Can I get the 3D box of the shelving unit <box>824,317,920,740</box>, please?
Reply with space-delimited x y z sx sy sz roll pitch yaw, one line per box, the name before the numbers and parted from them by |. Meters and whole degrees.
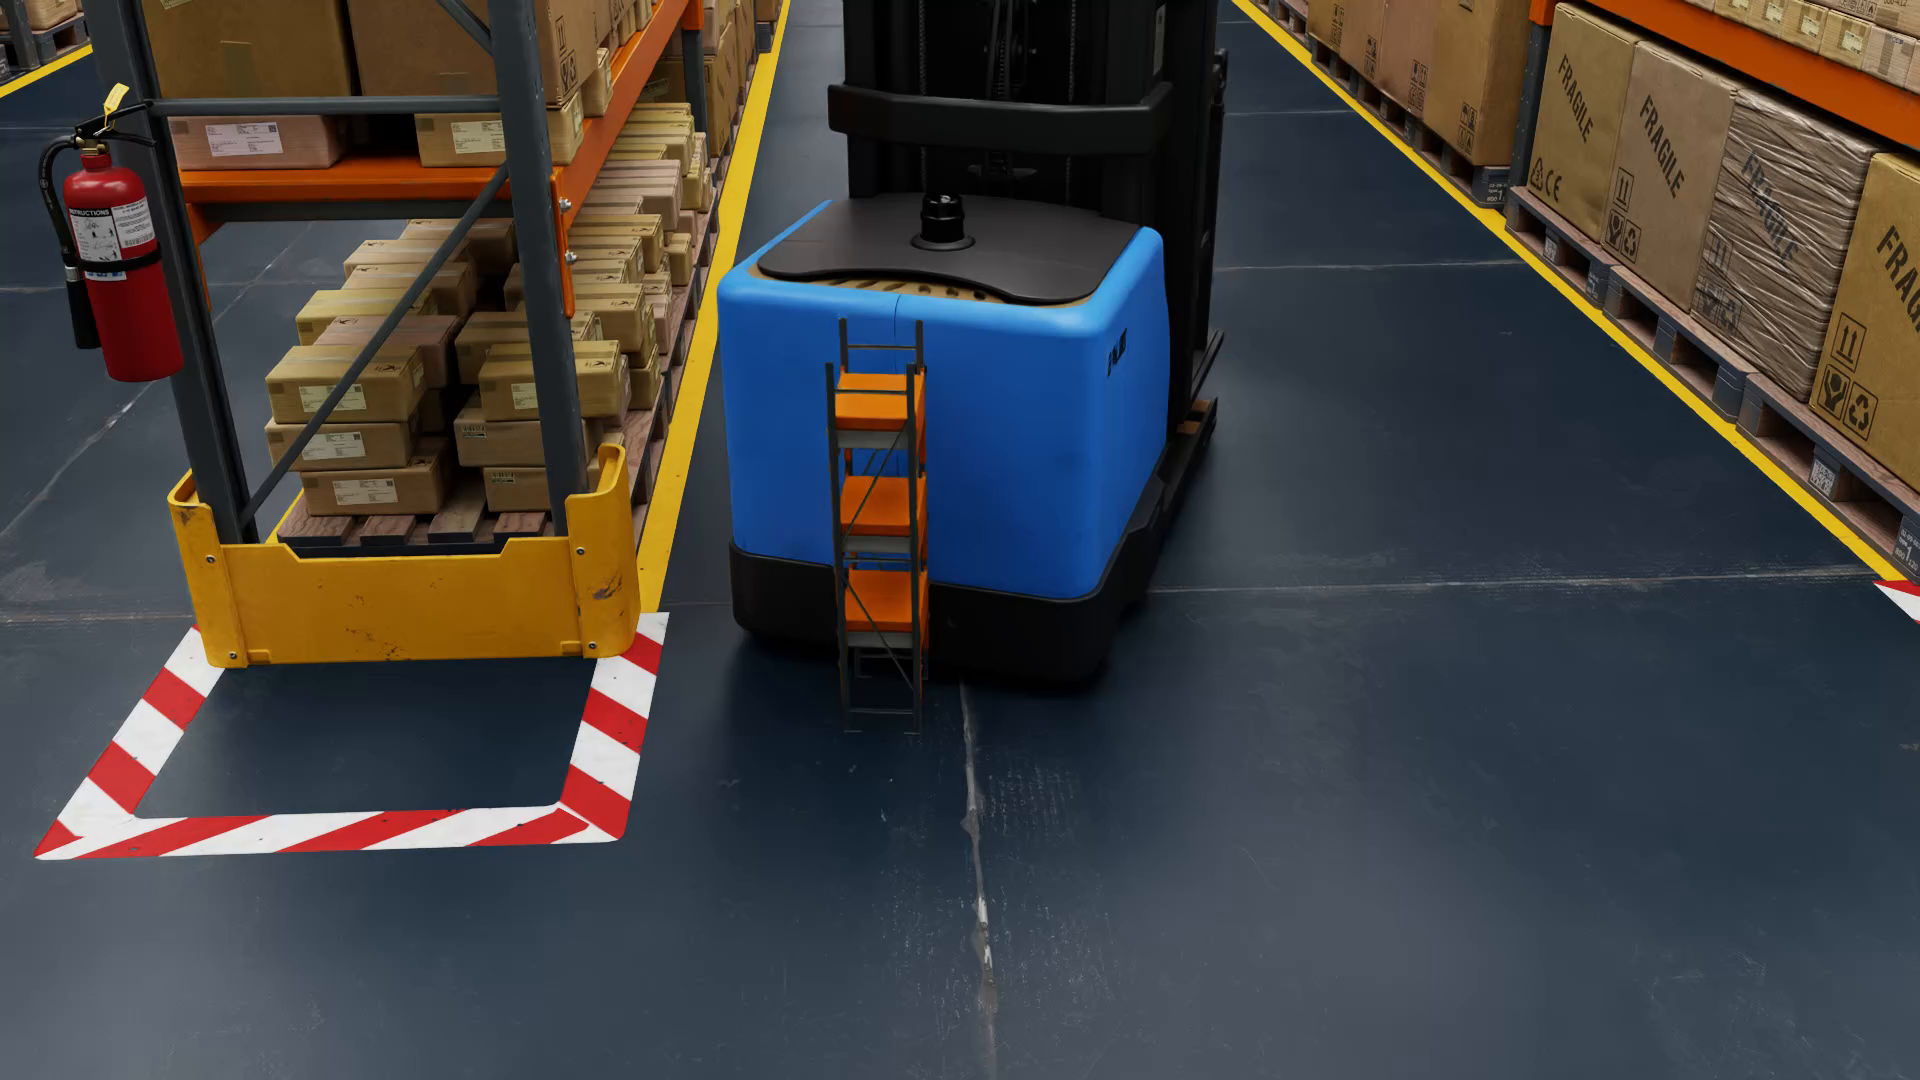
shelving unit | -0.216 -0.011 4.132 0.215 1.050 0.252 -2 29 -4

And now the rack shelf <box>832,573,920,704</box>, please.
rack shelf | -0.216 0.242 4.270 0.215 0.259 0.240 -2 29 -4

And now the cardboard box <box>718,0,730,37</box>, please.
cardboard box | -1.523 -2.885 8.976 0.500 0.250 0.500 -1 28 -1

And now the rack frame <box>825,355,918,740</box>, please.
rack frame | -0.207 0.047 4.025 0.200 1.050 0.008 -2 29 -4

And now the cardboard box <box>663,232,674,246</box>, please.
cardboard box | -1.378 -1.314 6.833 0.380 0.149 0.250 -1 28 -1

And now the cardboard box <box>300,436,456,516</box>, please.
cardboard box | -1.745 -0.194 5.007 0.380 0.149 0.250 -1 28 -2

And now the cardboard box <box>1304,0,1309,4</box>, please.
cardboard box | 2.976 -4.197 12.281 0.700 0.500 0.500 -3 28 -5

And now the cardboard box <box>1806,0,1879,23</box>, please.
cardboard box | 3.106 -1.859 5.412 0.500 0.250 0.500 -2 28 -4

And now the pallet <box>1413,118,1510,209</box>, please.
pallet | 3.124 -2.073 8.995 1.003 0.211 1.213 -1 28 -3

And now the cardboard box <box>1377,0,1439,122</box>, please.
cardboard box | 3.139 -2.906 9.422 1.225 0.875 0.875 -2 28 -4

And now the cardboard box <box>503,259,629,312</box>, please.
cardboard box | -1.313 -0.827 5.576 0.380 0.149 0.250 -3 28 -5

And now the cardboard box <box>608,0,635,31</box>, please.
cardboard box | -1.323 -1.897 5.214 0.500 0.500 0.500 -1 28 -2

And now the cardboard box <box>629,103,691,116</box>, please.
cardboard box | -1.440 -1.909 7.652 0.380 0.149 0.250 -1 28 -1

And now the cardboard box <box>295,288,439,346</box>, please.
cardboard box | -1.886 -0.692 5.319 0.380 0.149 0.250 -2 28 -4

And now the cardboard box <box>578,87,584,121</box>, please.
cardboard box | -1.254 -1.197 4.572 0.380 0.149 0.250 0 28 -1

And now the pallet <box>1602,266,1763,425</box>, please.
pallet | 3.268 -0.800 6.556 1.003 0.211 1.213 -1 28 -3

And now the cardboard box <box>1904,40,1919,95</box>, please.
cardboard box | 3.074 -1.389 4.941 0.380 0.149 0.250 -1 28 -3

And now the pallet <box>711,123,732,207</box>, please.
pallet | -1.761 -2.004 8.865 1.003 0.211 1.213 -1 28 -3

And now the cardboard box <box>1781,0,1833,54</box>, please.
cardboard box | 3.033 -1.744 5.621 0.380 0.149 0.250 -1 28 -2

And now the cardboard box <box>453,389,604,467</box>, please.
cardboard box | -1.281 -0.336 4.958 0.380 0.149 0.250 0 28 0

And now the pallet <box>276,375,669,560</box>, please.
pallet | -1.521 -0.209 5.422 1.003 0.211 1.213 -1 28 -3

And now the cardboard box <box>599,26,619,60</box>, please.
cardboard box | -1.339 -1.679 5.497 0.380 0.149 0.250 -2 28 -4

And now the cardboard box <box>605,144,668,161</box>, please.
cardboard box | -1.431 -1.556 6.974 0.380 0.149 0.250 -1 28 -1

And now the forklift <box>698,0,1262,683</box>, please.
forklift | 0.339 -1.583 5.116 1.130 2.935 3.031 11 29 20

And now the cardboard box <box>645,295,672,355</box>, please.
cardboard box | -1.271 -0.793 6.155 0.380 0.149 0.250 -3 28 -5

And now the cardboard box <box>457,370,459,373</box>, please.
cardboard box | -1.814 -0.548 5.686 0.380 0.149 0.250 -1 28 -2

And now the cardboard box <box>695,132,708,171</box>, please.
cardboard box | -1.385 -1.798 7.760 0.380 0.149 0.250 -1 28 -2

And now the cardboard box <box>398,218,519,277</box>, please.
cardboard box | -1.809 -1.061 6.025 0.380 0.149 0.250 -2 28 -4

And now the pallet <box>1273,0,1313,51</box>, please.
pallet | 2.992 -3.926 12.549 1.003 0.211 1.213 -1 28 -3

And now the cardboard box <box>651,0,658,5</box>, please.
cardboard box | -1.360 -2.158 6.416 0.380 0.149 0.250 -3 28 -5

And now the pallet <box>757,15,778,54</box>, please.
pallet | -1.893 -3.858 12.419 1.003 0.211 1.213 -1 28 -3

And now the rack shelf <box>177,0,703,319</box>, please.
rack shelf | -1.614 -1.639 5.926 1.077 0.370 4.000 -1 28 -3

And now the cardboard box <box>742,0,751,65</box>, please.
cardboard box | -1.608 -3.269 10.523 0.500 0.500 0.500 0 28 -1

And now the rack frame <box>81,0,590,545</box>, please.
rack frame | -1.510 -1.034 3.989 1.000 3.000 0.127 -1 28 -3

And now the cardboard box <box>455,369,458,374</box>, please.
cardboard box | -1.851 -0.565 5.396 0.380 0.149 0.250 -2 28 -5

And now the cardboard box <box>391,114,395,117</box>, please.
cardboard box | -1.812 -1.298 4.766 0.380 0.149 0.250 -2 28 -3

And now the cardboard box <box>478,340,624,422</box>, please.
cardboard box | -1.198 -0.470 4.893 0.380 0.149 0.250 -3 28 -5

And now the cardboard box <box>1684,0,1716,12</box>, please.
cardboard box | 2.991 -2.100 6.304 0.380 0.149 0.250 -1 28 -2

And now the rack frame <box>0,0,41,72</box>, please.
rack frame | -6.865 -4.562 10.754 1.000 3.000 0.127 -1 28 -3

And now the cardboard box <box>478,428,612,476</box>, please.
cardboard box | -1.313 -0.325 5.258 0.380 0.149 0.250 -1 28 -3

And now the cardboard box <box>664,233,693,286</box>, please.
cardboard box | -1.304 -1.153 6.845 0.380 0.149 0.250 -1 28 -3

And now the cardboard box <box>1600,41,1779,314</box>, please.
cardboard box | 3.242 -1.476 6.680 0.875 0.875 0.875 -1 28 -3

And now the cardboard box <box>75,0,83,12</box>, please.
cardboard box | -6.931 -4.185 12.418 0.950 0.372 0.625 -2 28 -4

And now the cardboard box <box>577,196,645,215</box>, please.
cardboard box | -1.395 -1.191 6.276 0.380 0.149 0.250 -1 28 -3

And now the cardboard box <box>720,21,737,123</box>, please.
cardboard box | -1.521 -2.551 9.147 0.500 0.500 0.500 0 28 0

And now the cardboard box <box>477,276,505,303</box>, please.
cardboard box | -1.886 -0.923 6.082 0.380 0.149 0.250 0 28 0
